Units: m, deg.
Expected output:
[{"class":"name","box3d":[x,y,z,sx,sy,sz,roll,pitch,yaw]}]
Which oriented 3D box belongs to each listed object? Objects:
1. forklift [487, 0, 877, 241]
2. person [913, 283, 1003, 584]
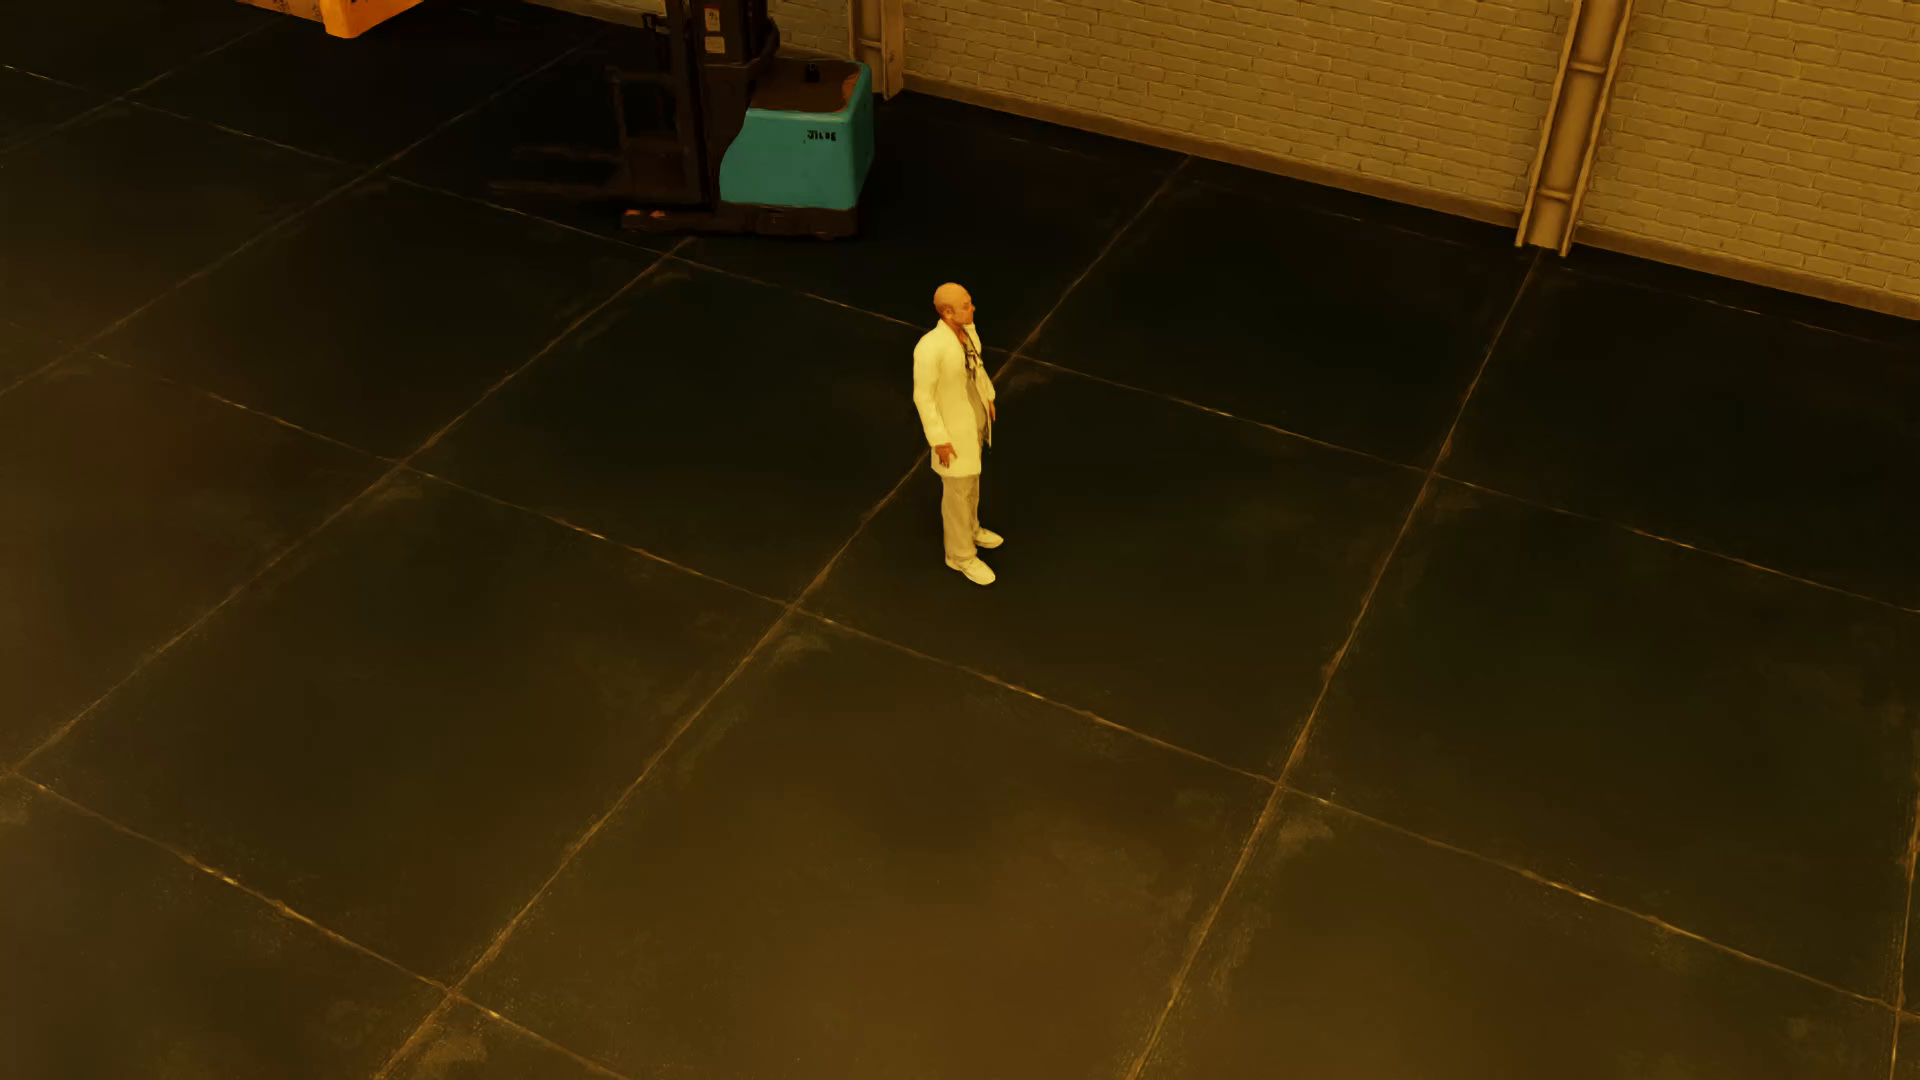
[{"class":"forklift","box3d":[-2.237,-3.878,12.591,3.031,2.935,1.130,5,40,6]},{"class":"person","box3d":[0.079,-0.656,9.649,0.579,1.776,0.694,18,43,21]}]
